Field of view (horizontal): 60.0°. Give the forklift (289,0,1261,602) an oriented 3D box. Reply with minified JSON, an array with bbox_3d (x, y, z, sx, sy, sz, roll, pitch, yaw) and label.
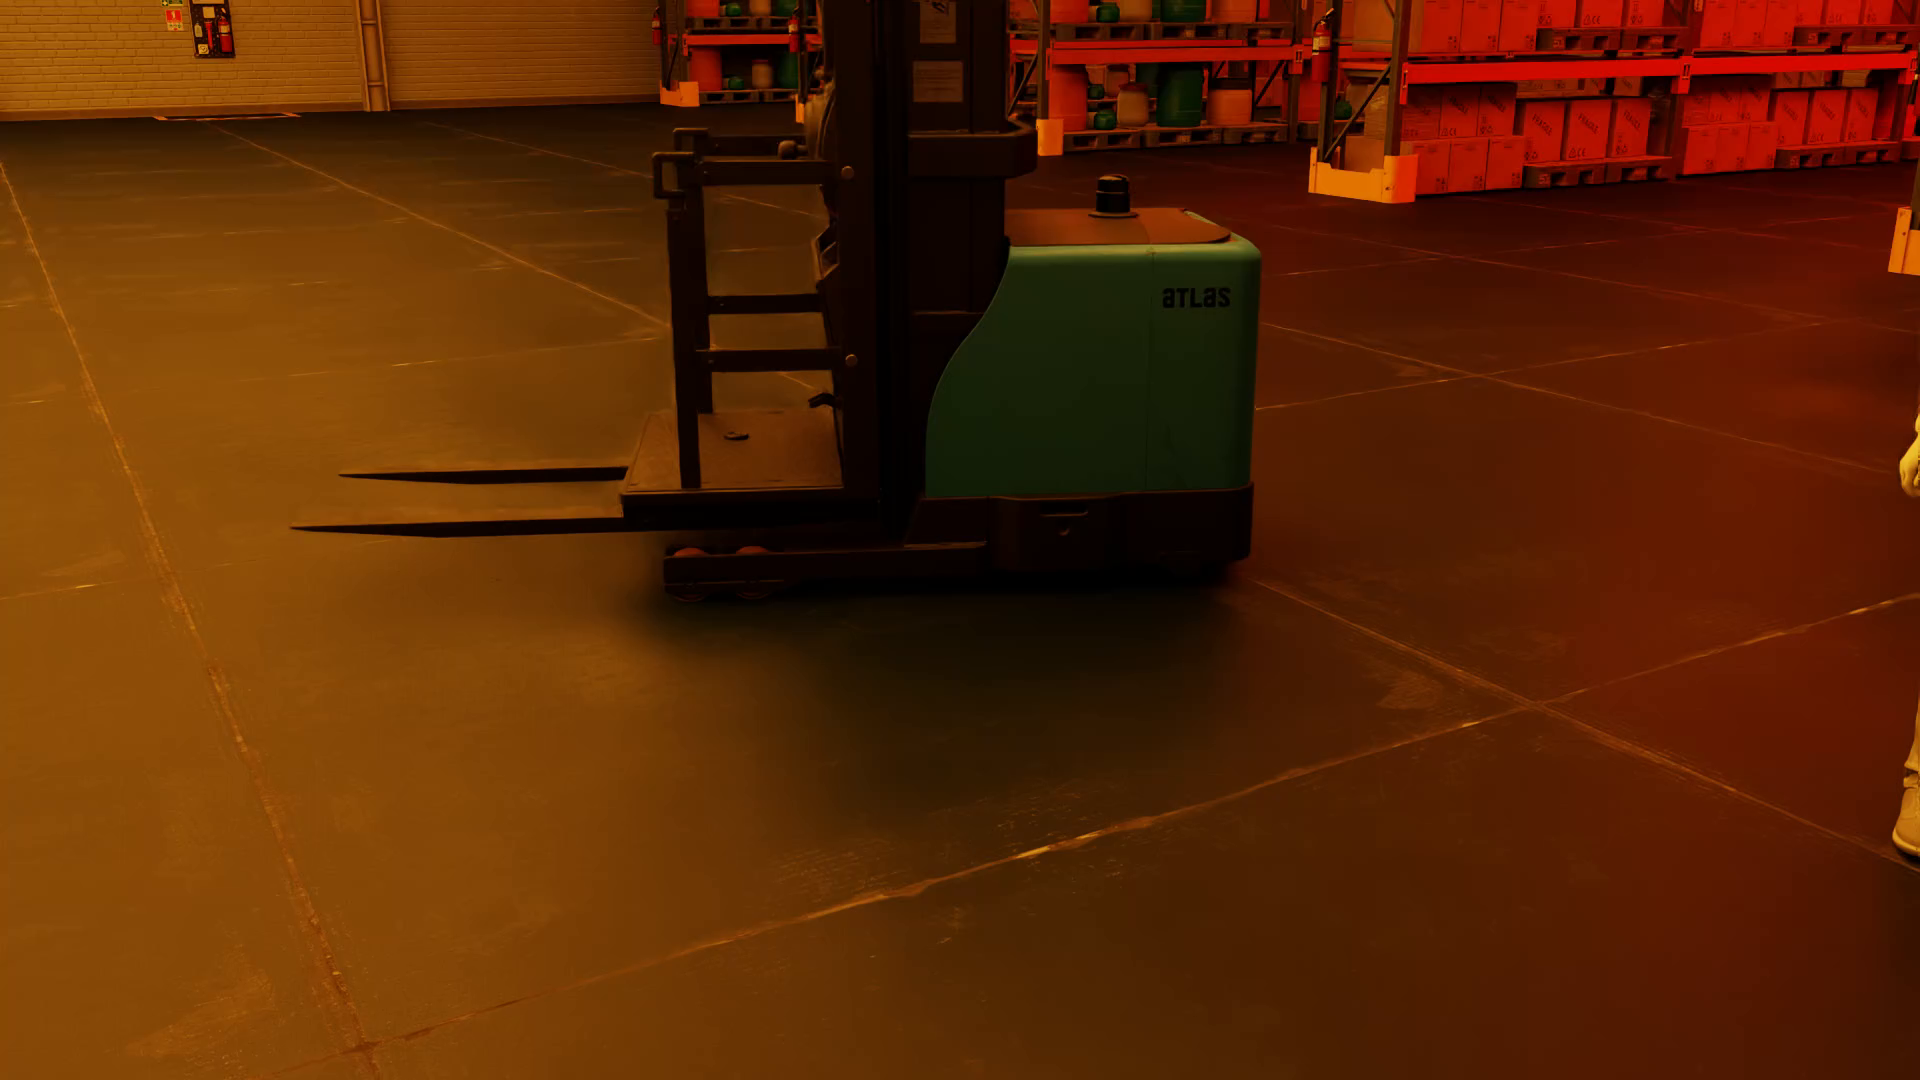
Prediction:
[{"bbox_3d":[-0.610,-1.372,5.240,3.031,2.935,1.130,-2,18,-6],"label":"forklift"}]

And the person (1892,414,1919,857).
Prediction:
[{"bbox_3d":[2.297,-0.126,3.435,0.630,1.670,0.412,11,21,31],"label":"person"}]
